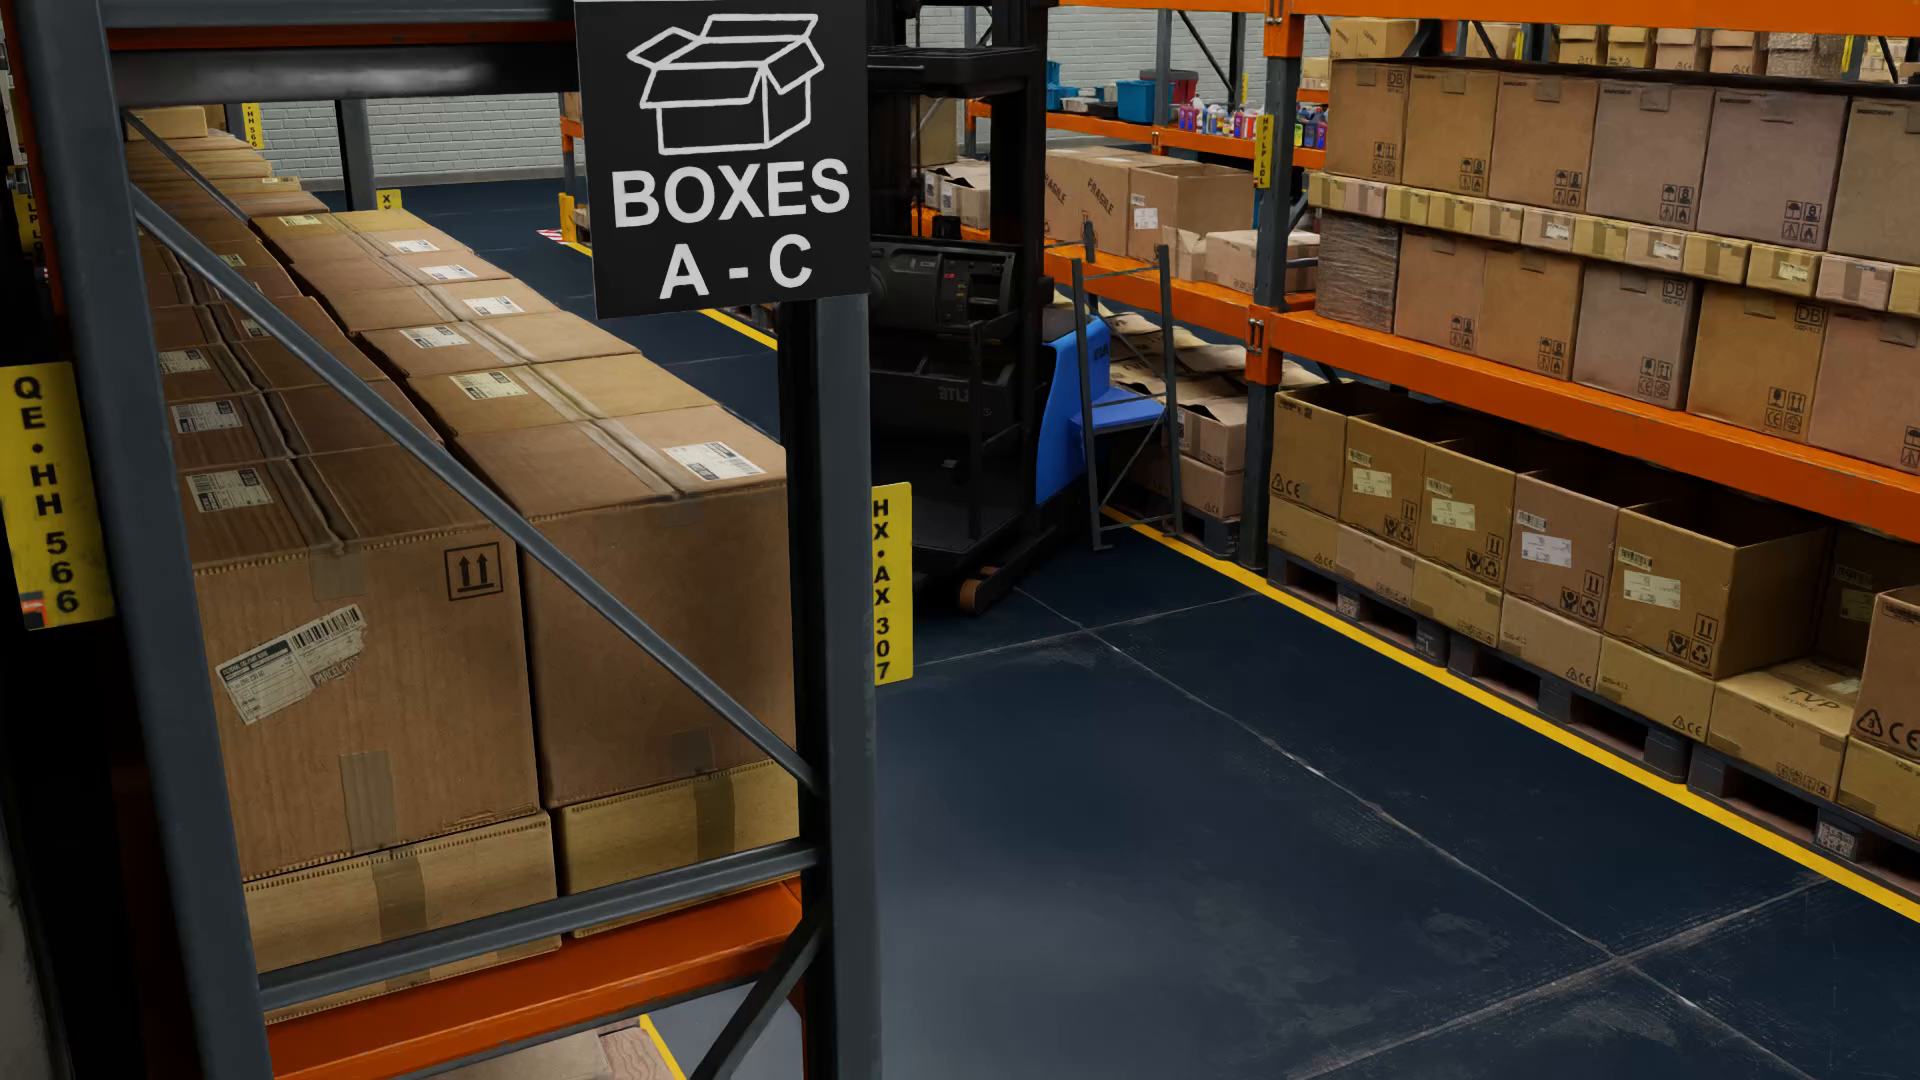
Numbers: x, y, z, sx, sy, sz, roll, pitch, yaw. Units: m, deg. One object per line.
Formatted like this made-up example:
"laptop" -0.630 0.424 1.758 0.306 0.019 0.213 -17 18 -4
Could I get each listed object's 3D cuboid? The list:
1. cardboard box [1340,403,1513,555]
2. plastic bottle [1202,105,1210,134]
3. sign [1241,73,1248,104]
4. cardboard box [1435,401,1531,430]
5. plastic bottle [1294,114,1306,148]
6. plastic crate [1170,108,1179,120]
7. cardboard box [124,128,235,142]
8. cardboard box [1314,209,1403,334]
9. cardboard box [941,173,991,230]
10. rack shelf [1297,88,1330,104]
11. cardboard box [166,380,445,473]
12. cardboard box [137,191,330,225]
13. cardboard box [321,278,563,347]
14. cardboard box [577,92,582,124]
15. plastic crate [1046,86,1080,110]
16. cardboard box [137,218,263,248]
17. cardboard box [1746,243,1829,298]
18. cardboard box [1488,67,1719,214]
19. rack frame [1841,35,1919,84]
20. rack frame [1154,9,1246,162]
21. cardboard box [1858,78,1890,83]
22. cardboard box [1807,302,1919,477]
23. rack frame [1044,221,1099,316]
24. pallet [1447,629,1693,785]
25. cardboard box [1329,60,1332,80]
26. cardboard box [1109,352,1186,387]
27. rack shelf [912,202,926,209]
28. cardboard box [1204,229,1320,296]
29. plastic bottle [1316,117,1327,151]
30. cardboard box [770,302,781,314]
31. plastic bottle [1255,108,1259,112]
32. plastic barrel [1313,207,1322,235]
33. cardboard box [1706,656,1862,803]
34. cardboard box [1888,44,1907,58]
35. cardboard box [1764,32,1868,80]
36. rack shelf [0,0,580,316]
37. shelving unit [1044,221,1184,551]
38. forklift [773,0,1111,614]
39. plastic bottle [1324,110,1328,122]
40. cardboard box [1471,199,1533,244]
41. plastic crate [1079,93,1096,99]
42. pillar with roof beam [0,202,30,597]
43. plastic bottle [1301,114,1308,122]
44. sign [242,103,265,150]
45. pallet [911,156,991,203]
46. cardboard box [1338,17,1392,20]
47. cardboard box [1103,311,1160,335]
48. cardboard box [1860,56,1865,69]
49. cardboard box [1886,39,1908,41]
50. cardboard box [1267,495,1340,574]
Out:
"cardboard box" 2.050 -0.280 7.344 0.500 0.500 0.500 -10 21 -27
"plastic bottle" 2.402 -4.085 16.145 0.097 0.271 0.097 0 19 0
"sign" 2.908 -4.629 17.101 0.100 0.325 0.005 -10 21 -27
"cardboard box" 2.501 -0.360 7.574 0.500 0.500 0.500 -10 21 -27
"plastic bottle" 3.061 -3.680 14.953 0.061 0.283 0.133 -10 21 -27
"plastic crate" 2.328 -4.473 17.385 0.396 0.136 0.243 -10 21 -27
"cardboard box" -4.164 -1.853 8.651 0.700 0.500 0.500 -13 23 -33
"cardboard box" 2.077 -1.272 7.642 0.700 0.500 0.500 -11 22 -28
"cardboard box" 0.216 -2.170 10.536 0.500 0.311 0.500 -10 22 -27
"rack shelf" 5.833 -5.415 20.905 1.077 0.370 4.000 -10 21 -27
"cardboard box" -1.238 0.024 3.089 0.500 0.500 0.500 -10 21 -26
"cardboard box" -2.708 -0.989 6.149 0.700 0.500 0.500 -10 21 -26
"cardboard box" -1.281 -0.350 4.174 0.500 0.500 0.500 -9 21 -25
"cardboard box" -3.609 -4.528 17.077 0.500 0.500 0.500 -10 22 -27
"plastic crate" 1.119 -4.925 18.548 0.416 0.233 0.300 -10 21 -27
"cardboard box" -2.457 -0.708 5.212 0.500 0.500 0.500 -11 22 -28
"cardboard box" 2.922 -0.933 5.666 0.380 0.149 0.250 -9 21 -25
"cardboard box" 2.556 -1.596 6.594 0.700 0.500 0.500 -10 21 -27
"rack frame" 8.682 -4.033 15.796 1.000 3.000 0.127 -10 21 -27
"rack frame" 2.423 -4.414 16.901 1.000 3.000 0.127 -10 21 -27
"cardboard box" 8.690 -4.262 16.306 0.500 0.500 0.500 -9 21 -25
"cardboard box" 3.297 -0.536 5.510 0.700 0.500 0.500 -9 21 -25
"rack frame" 0.550 -0.991 9.258 0.500 1.500 0.032 -11 20 -14
"pallet" 2.785 0.553 6.783 1.003 0.211 1.213 -10 21 -27
"cardboard box" 5.126 -6.071 21.478 0.500 0.250 0.500 -10 22 -27
"cardboard box" 0.929 -0.879 9.368 0.500 0.311 0.500 -10 21 -27
"rack shelf" -0.988 -2.733 13.134 1.077 0.370 4.000 -10 21 -27
"cardboard box" 1.589 -1.415 8.439 0.500 0.250 0.500 -9 21 -23
"plastic bottle" 3.213 -3.588 14.688 0.061 0.283 0.133 -10 21 -27
"cardboard box" -1.189 -2.056 13.226 0.500 0.500 0.500 -11 22 -29
"plastic bottle" 2.974 -4.228 16.666 0.097 0.201 0.097 0 19 0
"plastic barrel" 3.539 -2.786 15.237 0.600 0.588 0.708 -10 21 -27
"cardboard box" 2.998 0.649 5.801 0.500 0.250 0.500 -10 21 -27
"cardboard box" 11.351 -5.872 19.955 0.380 0.149 0.250 -10 22 -27
"cardboard box" 8.349 -4.766 16.232 0.797 0.503 0.637 -9 21 -25
"rack shelf" -1.547 -1.086 3.762 1.077 0.370 4.000 -10 21 -27
"shelving unit" 0.699 -0.844 8.794 0.538 1.500 1.048 -11 20 -14
"forklift" -0.266 -1.202 7.698 1.130 2.935 3.031 9 21 24
"plastic bottle" 3.482 -3.937 15.710 0.152 0.276 0.135 -10 21 -27
"cardboard box" 2.304 -1.305 6.743 0.380 0.149 0.250 -11 22 -28
"plastic crate" 1.506 -5.016 18.958 0.298 0.136 0.250 -10 21 -27
"pillar with roof beam" -0.751 -4.726 8.610 9.100 9.000 0.400 -10 21 -27
"plastic bottle" 3.115 -3.689 14.980 0.061 0.283 0.133 -10 21 -27
"sign" -3.923 -2.328 9.201 0.100 0.325 0.005 -10 21 -27
"pallet" -0.422 -2.592 11.916 1.213 0.211 1.003 -10 21 -27
"cardboard box" 5.345 -6.654 22.018 0.500 0.500 0.500 -10 21 -26
"cardboard box" 0.917 -1.257 10.465 0.500 0.311 0.500 -10 21 -27
"cardboard box" 11.102 -5.882 20.441 0.380 0.149 0.250 -10 22 -28
"cardboard box" 14.322 -7.298 25.107 0.500 0.500 0.500 -9 21 -25
"cardboard box" 1.815 -0.070 7.883 0.500 0.250 0.500 -10 21 -27
